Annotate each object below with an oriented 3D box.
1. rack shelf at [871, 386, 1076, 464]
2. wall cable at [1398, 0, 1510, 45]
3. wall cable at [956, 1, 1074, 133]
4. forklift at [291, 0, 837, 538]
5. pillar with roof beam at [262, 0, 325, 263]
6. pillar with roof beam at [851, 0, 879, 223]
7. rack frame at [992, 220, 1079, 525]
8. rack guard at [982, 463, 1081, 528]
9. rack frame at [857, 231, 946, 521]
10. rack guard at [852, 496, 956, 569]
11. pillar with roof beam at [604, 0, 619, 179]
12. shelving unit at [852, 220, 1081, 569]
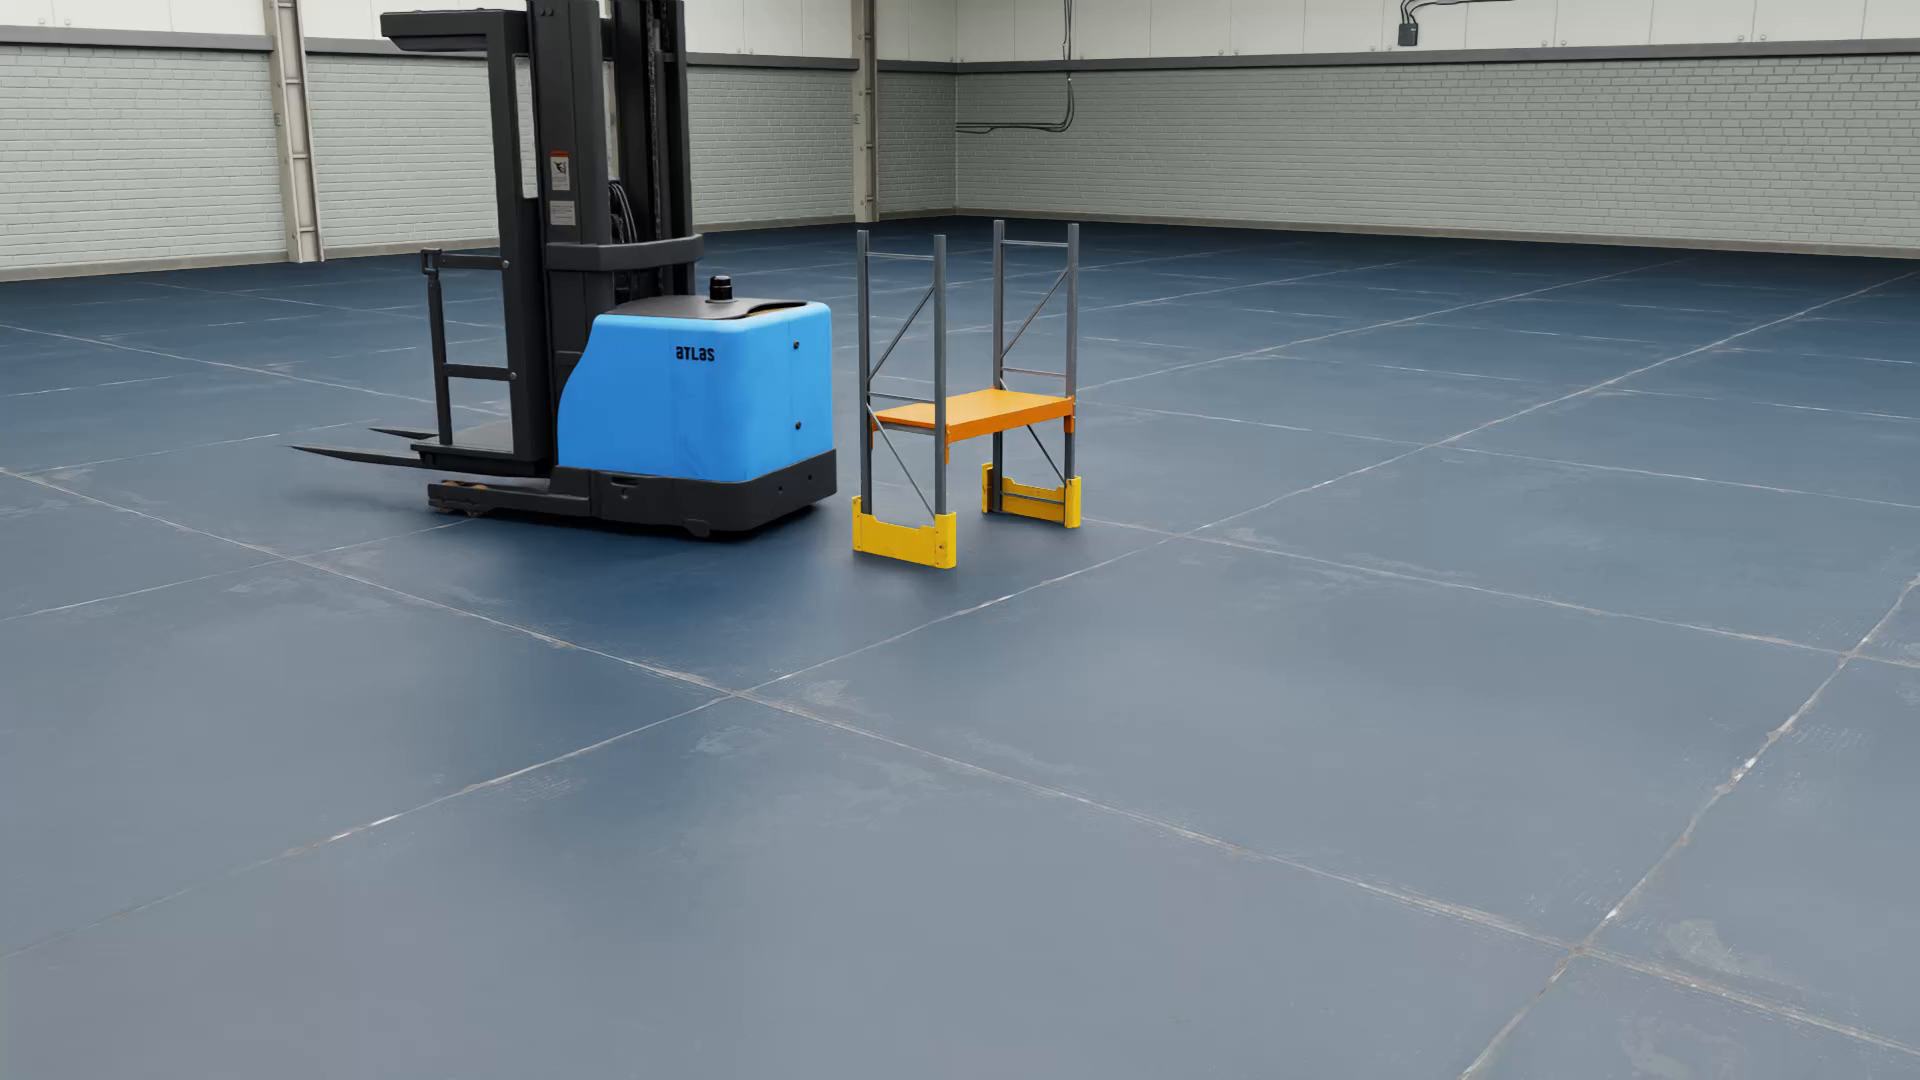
[{"bbox_3d":[0.054,-0.569,8.047,0.538,0.185,1.000,11,18,38],"label":"rack shelf"},{"bbox_3d":[8.406,-11.200,27.028,2.305,6.003,0.169,11,18,38],"label":"wall cable"},{"bbox_3d":[1.032,-9.519,33.624,3.097,2.526,0.112,11,18,38],"label":"wall cable"},{"bbox_3d":[-2.216,-1.651,8.670,3.031,2.935,1.130,6,16,23],"label":"forklift"},{"bbox_3d":[-6.042,-7.700,20.158,9.100,9.000,0.400,11,18,38],"label":"pillar with roof beam"},{"bbox_3d":[1.500,-9.998,29.204,9.100,9.000,0.400,11,18,38],"label":"pillar with roof beam"},{"bbox_3d":[0.373,-0.841,8.386,0.500,1.500,0.032,11,18,38],"label":"rack frame"},{"bbox_3d":[0.361,-0.231,8.525,0.587,0.250,0.087,11,18,38],"label":"rack guard"},{"bbox_3d":[-0.266,-0.646,7.619,0.500,1.500,0.032,11,18,38],"label":"rack frame"},{"bbox_3d":[-0.265,-0.040,7.774,0.587,0.250,0.087,11,18,38],"label":"rack guard"},{"bbox_3d":[-2.271,-8.849,24.681,9.100,9.000,0.400,11,18,38],"label":"pillar with roof beam"},{"bbox_3d":[0.048,-0.742,7.996,0.587,1.500,1.083,11,18,38],"label":"shelving unit"}]
